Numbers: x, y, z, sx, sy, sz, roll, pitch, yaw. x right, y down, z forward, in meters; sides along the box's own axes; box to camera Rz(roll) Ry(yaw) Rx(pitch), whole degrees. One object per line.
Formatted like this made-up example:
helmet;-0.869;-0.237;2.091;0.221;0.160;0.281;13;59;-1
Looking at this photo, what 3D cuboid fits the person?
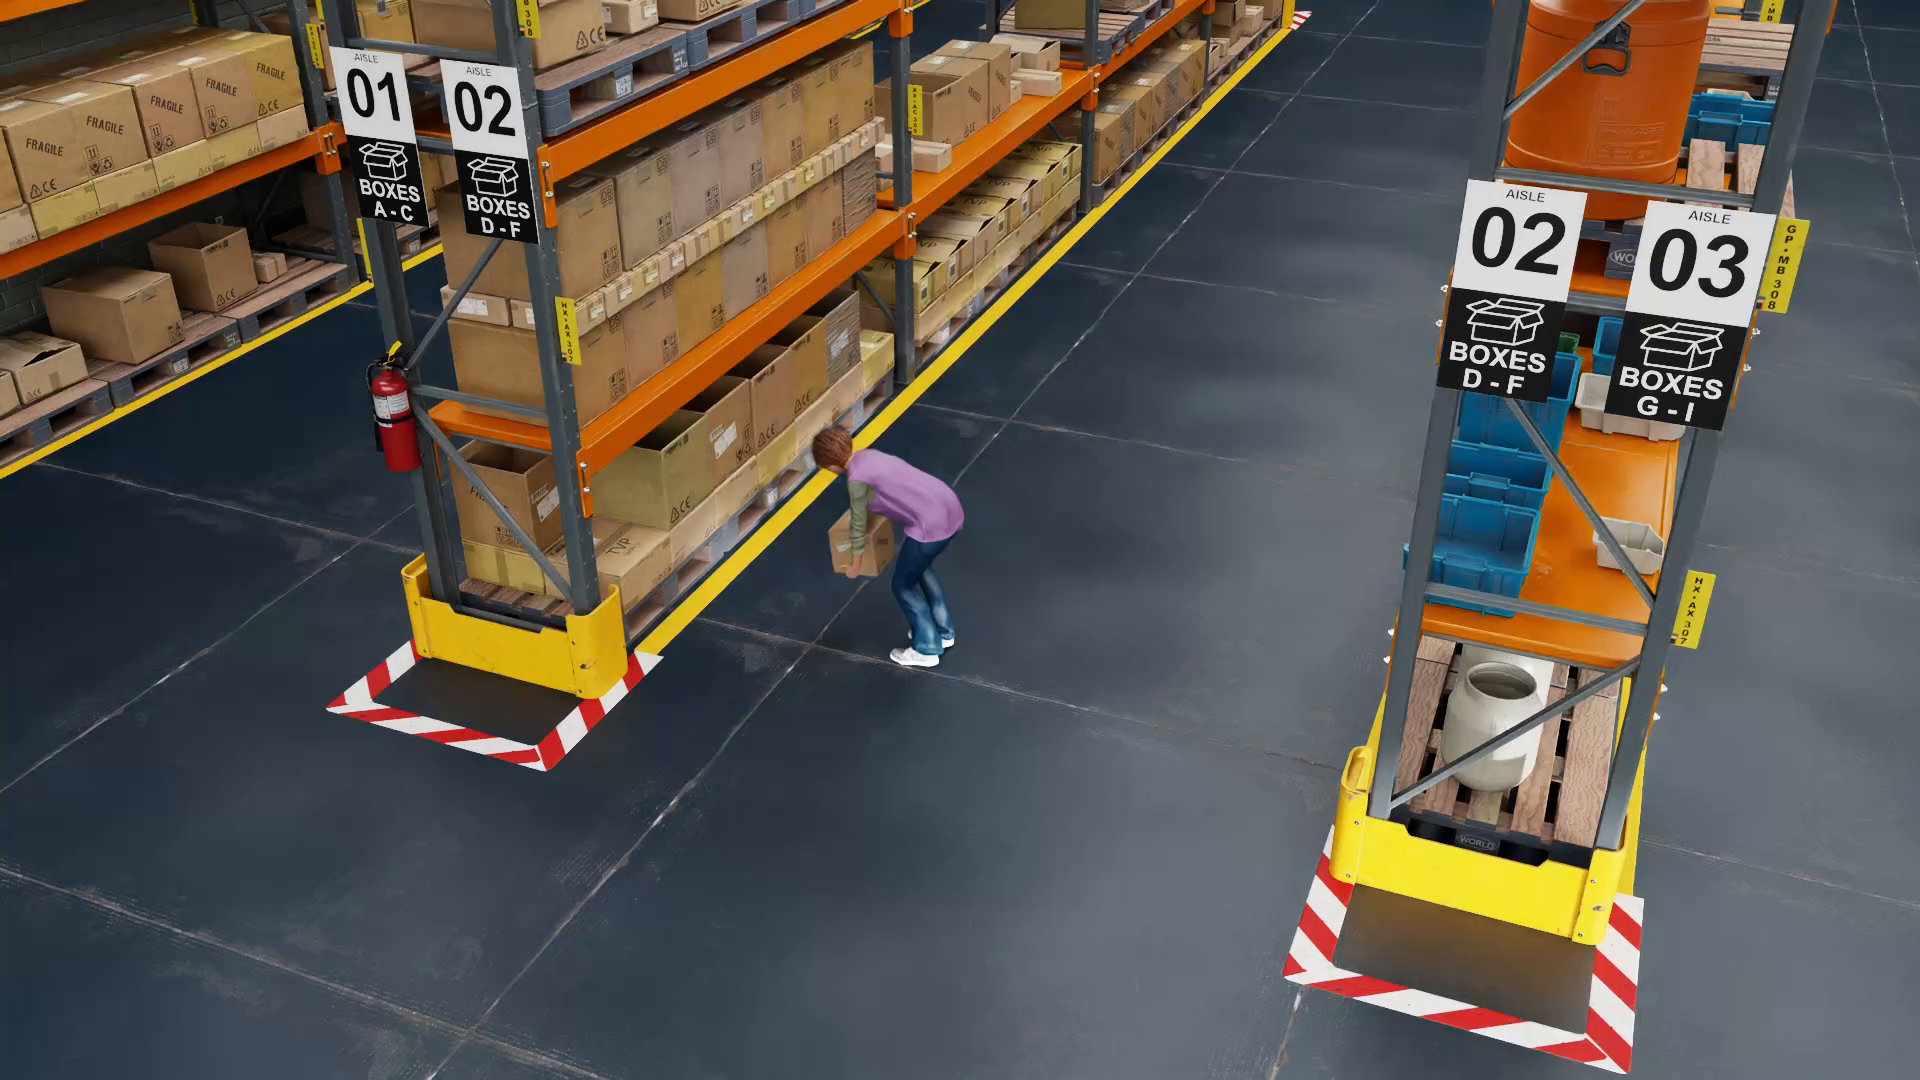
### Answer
person;-0.377;0.063;8.718;0.810;1.170;0.380;11;32;18
